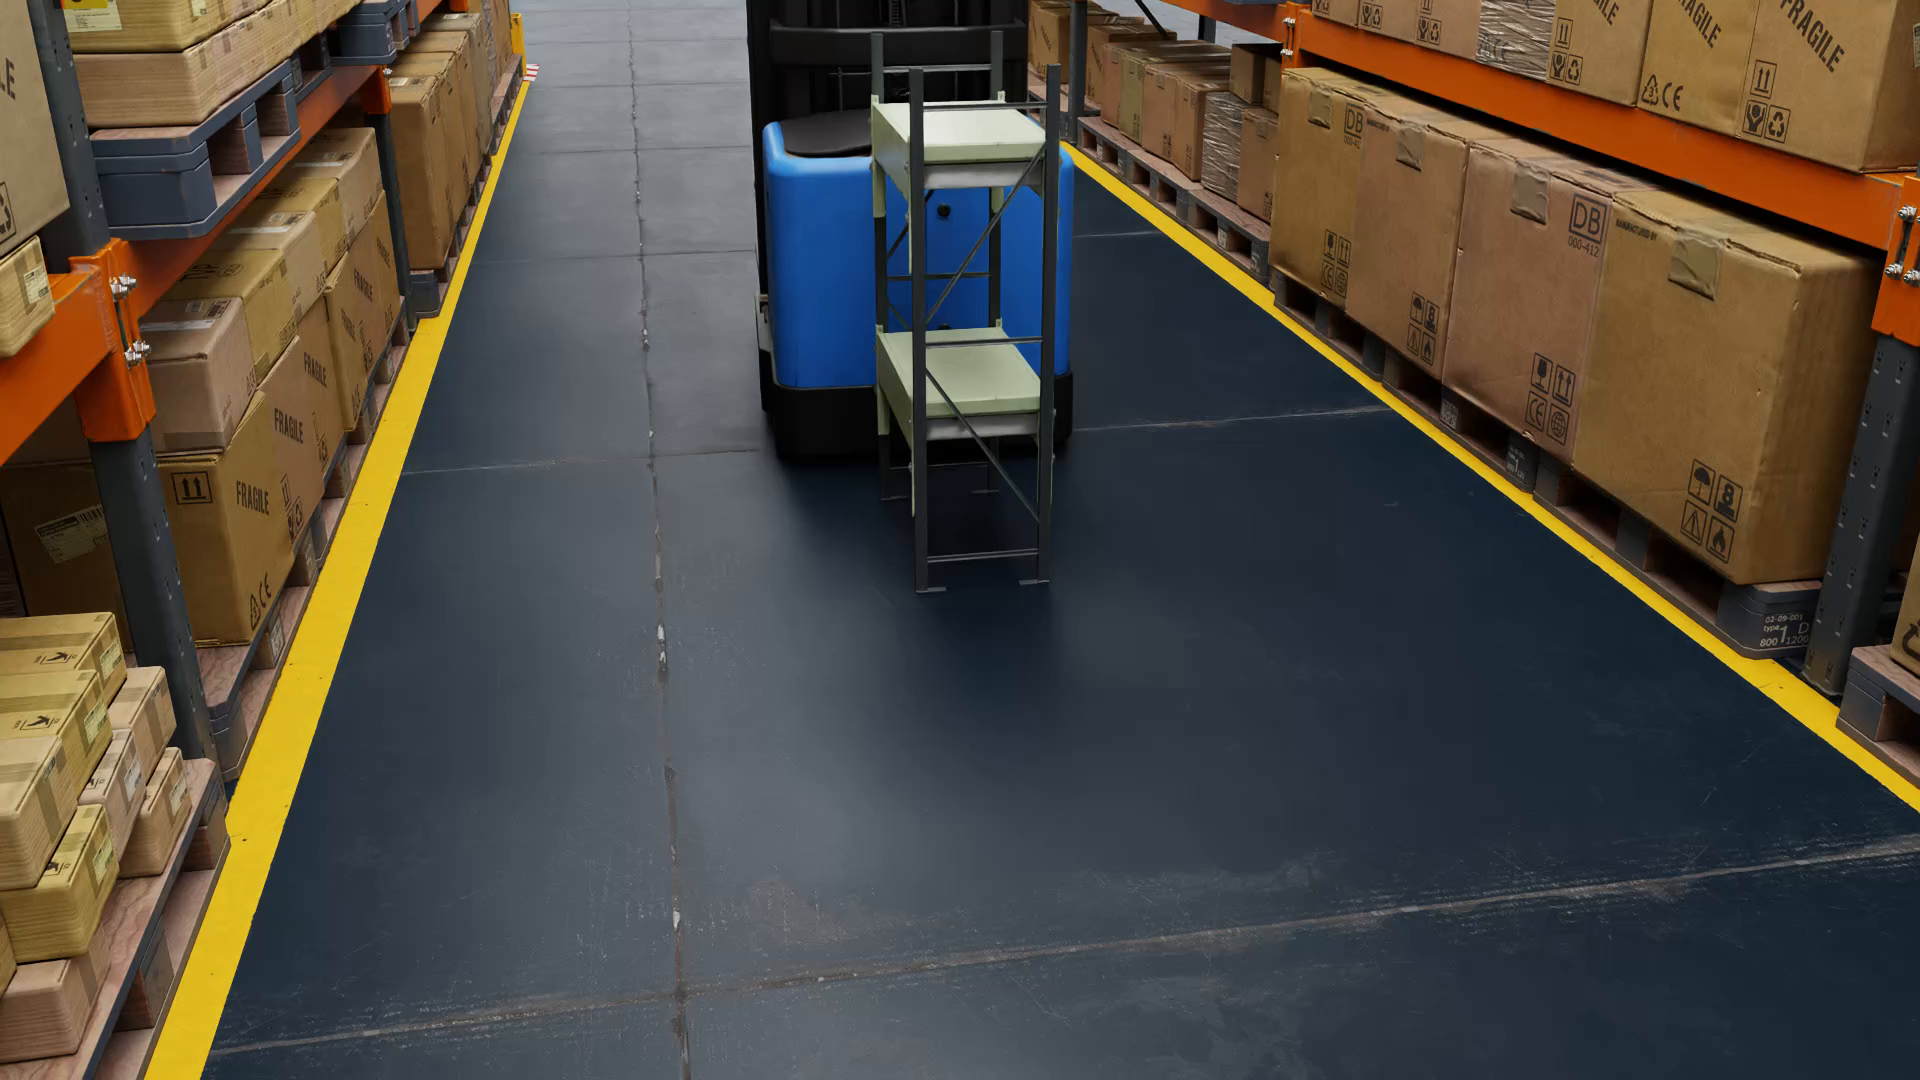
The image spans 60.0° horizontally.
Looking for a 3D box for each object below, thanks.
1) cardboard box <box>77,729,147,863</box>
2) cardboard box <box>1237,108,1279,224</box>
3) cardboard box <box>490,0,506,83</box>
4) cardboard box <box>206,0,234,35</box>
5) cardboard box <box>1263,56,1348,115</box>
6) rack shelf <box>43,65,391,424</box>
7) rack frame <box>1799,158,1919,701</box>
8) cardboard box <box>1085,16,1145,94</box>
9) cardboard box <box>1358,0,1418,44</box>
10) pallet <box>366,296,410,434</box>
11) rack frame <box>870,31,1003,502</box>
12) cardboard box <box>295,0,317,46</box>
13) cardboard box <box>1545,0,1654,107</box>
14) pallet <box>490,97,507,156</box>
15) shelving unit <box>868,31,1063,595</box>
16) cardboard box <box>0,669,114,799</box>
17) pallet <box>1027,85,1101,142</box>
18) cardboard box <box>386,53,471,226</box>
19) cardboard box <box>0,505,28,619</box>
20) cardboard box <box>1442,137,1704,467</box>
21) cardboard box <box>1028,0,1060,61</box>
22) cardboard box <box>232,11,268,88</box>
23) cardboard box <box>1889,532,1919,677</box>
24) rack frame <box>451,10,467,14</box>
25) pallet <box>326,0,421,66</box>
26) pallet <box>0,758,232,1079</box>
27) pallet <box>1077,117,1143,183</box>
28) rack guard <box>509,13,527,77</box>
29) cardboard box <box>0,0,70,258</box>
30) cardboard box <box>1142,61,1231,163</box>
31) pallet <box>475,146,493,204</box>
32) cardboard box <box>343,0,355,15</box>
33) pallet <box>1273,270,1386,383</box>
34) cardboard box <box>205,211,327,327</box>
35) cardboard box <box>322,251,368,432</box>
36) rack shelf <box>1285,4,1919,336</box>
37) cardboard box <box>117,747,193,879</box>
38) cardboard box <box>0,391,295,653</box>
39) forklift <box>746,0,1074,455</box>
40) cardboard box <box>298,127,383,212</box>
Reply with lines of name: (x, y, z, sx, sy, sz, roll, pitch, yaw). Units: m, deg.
cardboard box: (-1.731, 0.490, 3.047, 0.380, 0.149, 0.250, -5, 24, -12)
cardboard box: (1.846, -1.913, 8.456, 0.700, 0.500, 0.500, -6, 24, -13)
cardboard box: (-4.028, -4.025, 12.848, 0.875, 0.875, 0.875, -5, 24, -11)
cardboard box: (-1.835, -1.198, 3.664, 0.380, 0.149, 0.250, -5, 24, -11)
cardboard box: (1.836, -2.256, 8.304, 0.500, 0.250, 0.500, -3, 24, -8)
rack shelf: (-2.534, -1.151, 5.037, 1.077, 0.370, 4.000, -4, 24, -10)
rack frame: (2.729, -1.021, 3.841, 1.000, 3.000, 0.127, -4, 24, -10)
cardboard box: (1.102, -3.600, 12.344, 0.500, 0.500, 0.500, 3, 24, 7)
cardboard box: (1.909, -2.227, 6.475, 0.500, 0.500, 0.500, -5, 24, -11)
pallet: (-2.761, -0.682, 6.548, 1.003, 0.211, 1.213, -4, 24, -10)
rack frame: (-0.069, -0.834, 5.285, 0.400, 1.500, 0.023, -4, 24, -10)
cardboard box: (-2.032, -1.474, 4.665, 0.380, 0.149, 0.250, -5, 24, -11)
cardboard box: (2.186, -1.631, 5.112, 0.500, 0.500, 0.500, -5, 24, -10)
pallet: (-3.707, -2.868, 11.552, 1.003, 0.211, 1.213, -4, 24, -10)
shelving unit: (-0.001, -0.690, 4.956, 0.431, 1.500, 0.755, -4, 24, -10)
cardboard box: (-1.756, 0.366, 2.959, 0.380, 0.149, 0.250, -4, 24, -9)
pallet: (1.091, -3.152, 12.203, 1.003, 0.211, 1.213, -4, 24, -10)
cardboard box: (-3.093, -2.019, 8.410, 1.050, 0.750, 0.750, -4, 24, -9)
cardboard box: (-2.549, -0.013, 4.132, 0.500, 0.500, 0.500, -5, 24, -11)
cardboard box: (2.425, -0.842, 5.560, 1.225, 0.875, 0.875, -5, 24, -12)
cardboard box: (0.753, -4.309, 13.967, 0.500, 0.500, 0.500, 2, 24, 4)
cardboard box: (-1.884, -1.168, 3.965, 0.380, 0.149, 0.250, -4, 24, -9)
cardboard box: (2.772, 0.025, 3.574, 0.875, 0.875, 0.875, -4, 24, -10)
rack frame: (-3.643, -3.841, 10.296, 1.000, 3.000, 0.127, -4, 24, -10)
pallet: (-2.667, -1.907, 6.108, 1.213, 0.211, 1.003, -4, 24, -10)
pallet: (-2.005, 0.845, 3.051, 1.003, 0.211, 1.213, -4, 24, -10)
pallet: (1.395, -2.584, 10.903, 1.003, 0.211, 1.213, -4, 24, -10)
rack guard: (-4.388, -4.278, 14.421, 1.175, 0.500, 0.348, -4, 24, -10)
cardboard box: (-1.797, -0.707, 2.624, 0.500, 0.500, 0.500, -4, 24, -10)
cardboard box: (1.516, -2.572, 9.965, 0.700, 0.500, 0.500, -6, 24, -14)
pallet: (-3.427, -2.265, 10.172, 1.003, 0.211, 1.213, -4, 24, -10)
cardboard box: (-2.175, -1.782, 5.371, 0.380, 0.149, 0.250, -5, 24, -12)
pallet: (2.061, -1.001, 7.279, 1.003, 0.211, 1.213, -4, 24, -10)
cardboard box: (-2.232, -0.805, 5.007, 0.500, 0.250, 0.500, -3, 24, -8)
cardboard box: (-2.319, -0.664, 5.620, 0.500, 0.500, 0.500, -5, 24, -12)
rack shelf: (2.359, -1.478, 5.786, 1.077, 0.370, 4.000, -4, 24, -10)
cardboard box: (-1.757, 0.549, 3.282, 0.380, 0.149, 0.250, -4, 24, -9)
cardboard box: (-2.040, -0.051, 4.218, 0.500, 0.500, 0.500, -3, 24, -8)
forklift: (-0.311, -2.193, 6.610, 1.130, 2.935, 3.031, -3, 24, -7)
cardboard box: (-2.520, -1.408, 6.388, 0.500, 0.250, 0.500, -5, 24, -11)
